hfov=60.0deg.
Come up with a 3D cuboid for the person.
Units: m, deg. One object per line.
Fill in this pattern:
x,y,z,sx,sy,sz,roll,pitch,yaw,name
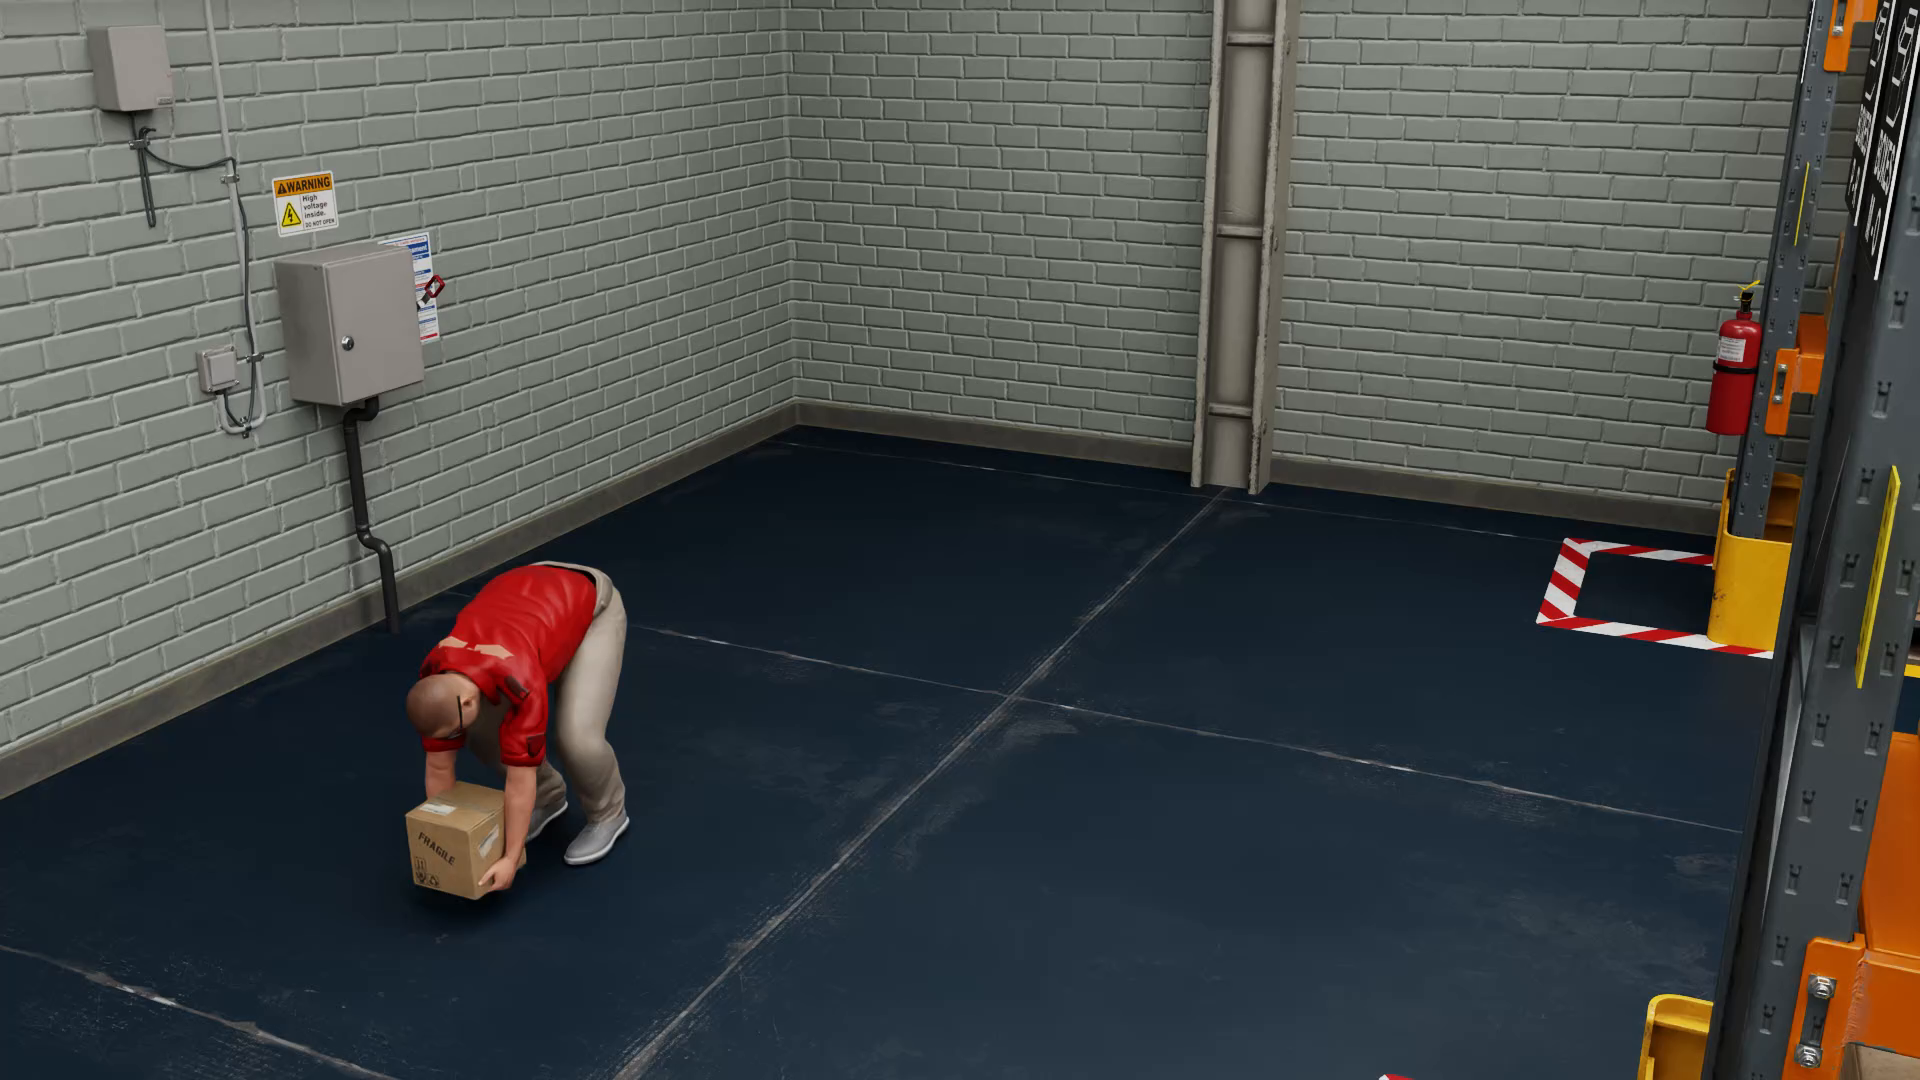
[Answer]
-1.439,0.623,5.435,0.529,0.976,0.958,7,20,20,person
